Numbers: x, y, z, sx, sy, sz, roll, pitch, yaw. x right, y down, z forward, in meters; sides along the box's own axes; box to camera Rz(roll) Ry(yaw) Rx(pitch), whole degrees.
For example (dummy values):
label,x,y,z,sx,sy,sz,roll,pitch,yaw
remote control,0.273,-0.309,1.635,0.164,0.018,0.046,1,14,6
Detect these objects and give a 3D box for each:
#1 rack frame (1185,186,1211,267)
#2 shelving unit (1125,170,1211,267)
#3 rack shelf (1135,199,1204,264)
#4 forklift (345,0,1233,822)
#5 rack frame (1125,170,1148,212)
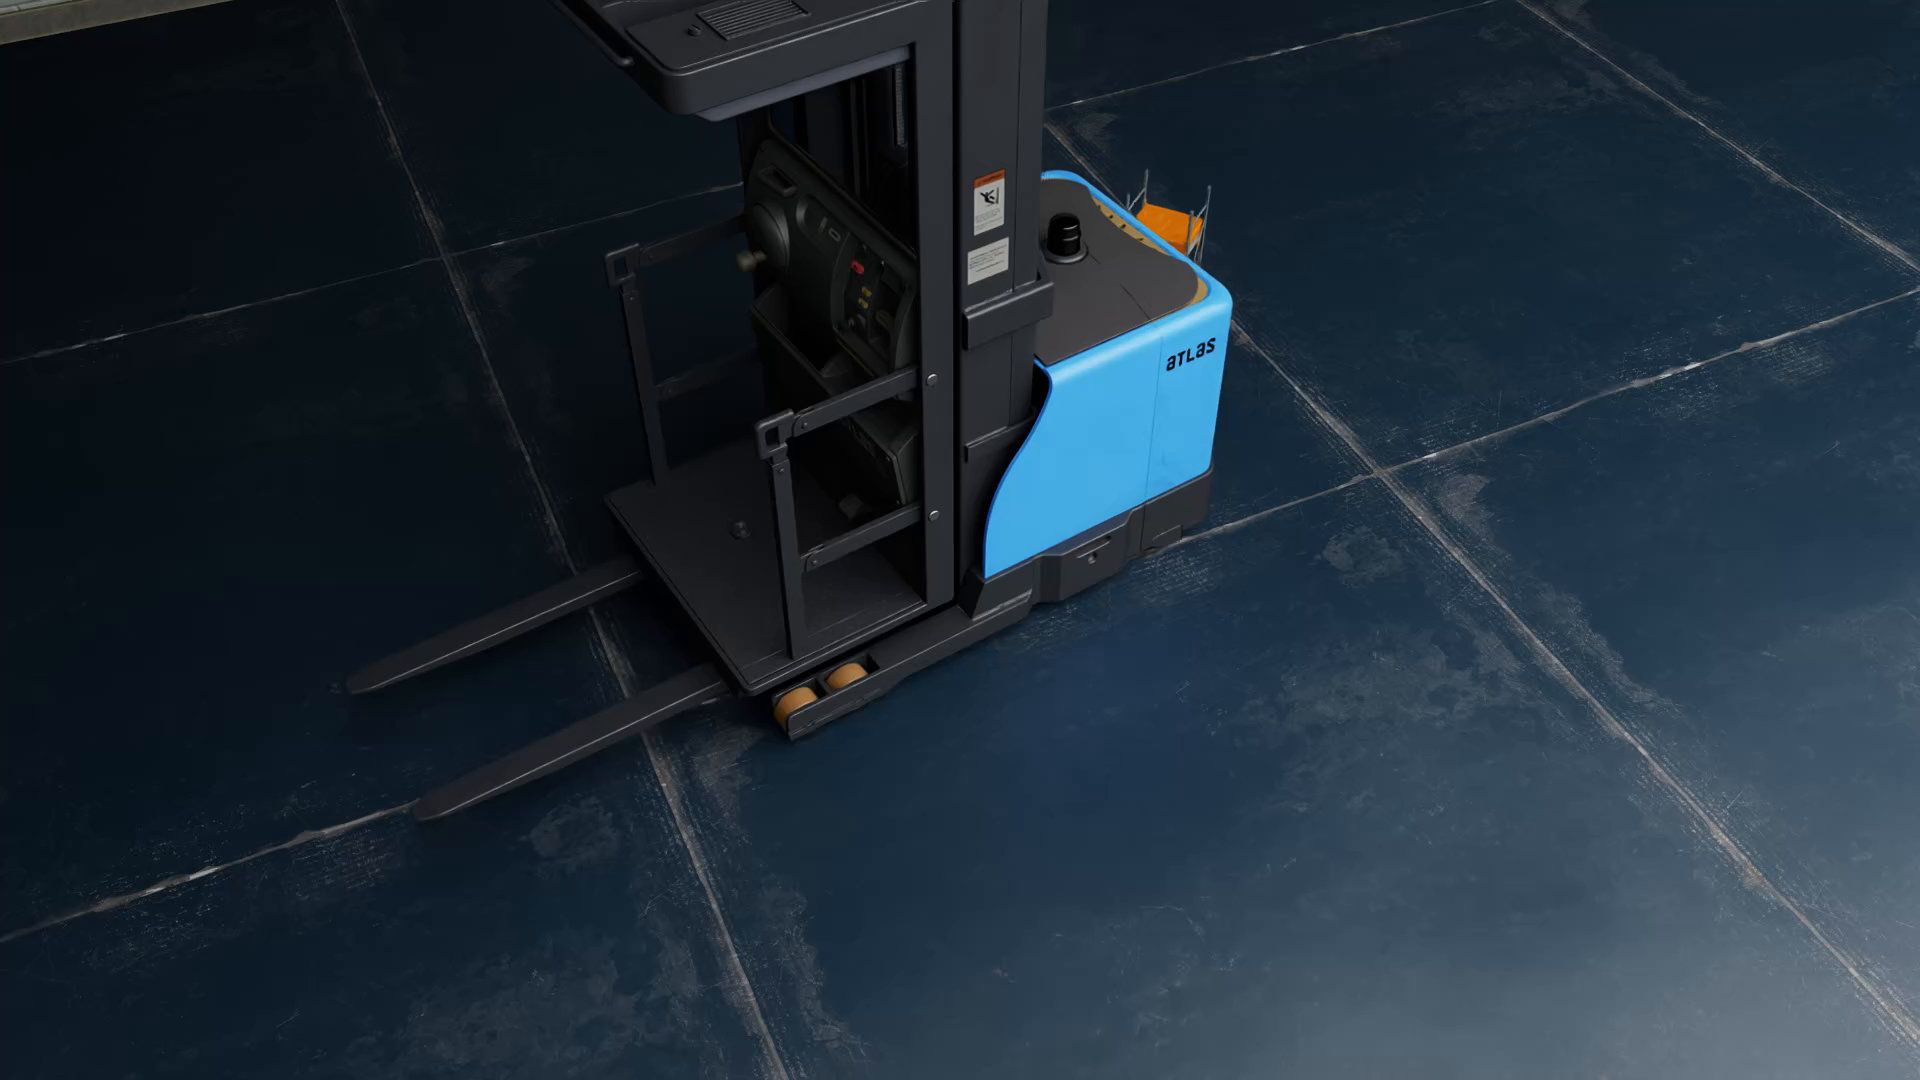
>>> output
label,x,y,z,sx,sy,sz,roll,pitch,yaw
rack frame,0.862,-0.849,6.358,0.008,1.050,0.200,19,46,18
shelving unit,0.752,-0.886,6.396,0.252,1.050,0.215,19,46,18
rack shelf,0.756,-1.085,6.209,0.240,0.259,0.215,19,46,18
forklift,-0.576,-0.811,4.985,3.031,2.935,1.130,-25,50,-23
rack frame,0.643,-0.924,6.434,0.008,1.050,0.200,19,46,18
